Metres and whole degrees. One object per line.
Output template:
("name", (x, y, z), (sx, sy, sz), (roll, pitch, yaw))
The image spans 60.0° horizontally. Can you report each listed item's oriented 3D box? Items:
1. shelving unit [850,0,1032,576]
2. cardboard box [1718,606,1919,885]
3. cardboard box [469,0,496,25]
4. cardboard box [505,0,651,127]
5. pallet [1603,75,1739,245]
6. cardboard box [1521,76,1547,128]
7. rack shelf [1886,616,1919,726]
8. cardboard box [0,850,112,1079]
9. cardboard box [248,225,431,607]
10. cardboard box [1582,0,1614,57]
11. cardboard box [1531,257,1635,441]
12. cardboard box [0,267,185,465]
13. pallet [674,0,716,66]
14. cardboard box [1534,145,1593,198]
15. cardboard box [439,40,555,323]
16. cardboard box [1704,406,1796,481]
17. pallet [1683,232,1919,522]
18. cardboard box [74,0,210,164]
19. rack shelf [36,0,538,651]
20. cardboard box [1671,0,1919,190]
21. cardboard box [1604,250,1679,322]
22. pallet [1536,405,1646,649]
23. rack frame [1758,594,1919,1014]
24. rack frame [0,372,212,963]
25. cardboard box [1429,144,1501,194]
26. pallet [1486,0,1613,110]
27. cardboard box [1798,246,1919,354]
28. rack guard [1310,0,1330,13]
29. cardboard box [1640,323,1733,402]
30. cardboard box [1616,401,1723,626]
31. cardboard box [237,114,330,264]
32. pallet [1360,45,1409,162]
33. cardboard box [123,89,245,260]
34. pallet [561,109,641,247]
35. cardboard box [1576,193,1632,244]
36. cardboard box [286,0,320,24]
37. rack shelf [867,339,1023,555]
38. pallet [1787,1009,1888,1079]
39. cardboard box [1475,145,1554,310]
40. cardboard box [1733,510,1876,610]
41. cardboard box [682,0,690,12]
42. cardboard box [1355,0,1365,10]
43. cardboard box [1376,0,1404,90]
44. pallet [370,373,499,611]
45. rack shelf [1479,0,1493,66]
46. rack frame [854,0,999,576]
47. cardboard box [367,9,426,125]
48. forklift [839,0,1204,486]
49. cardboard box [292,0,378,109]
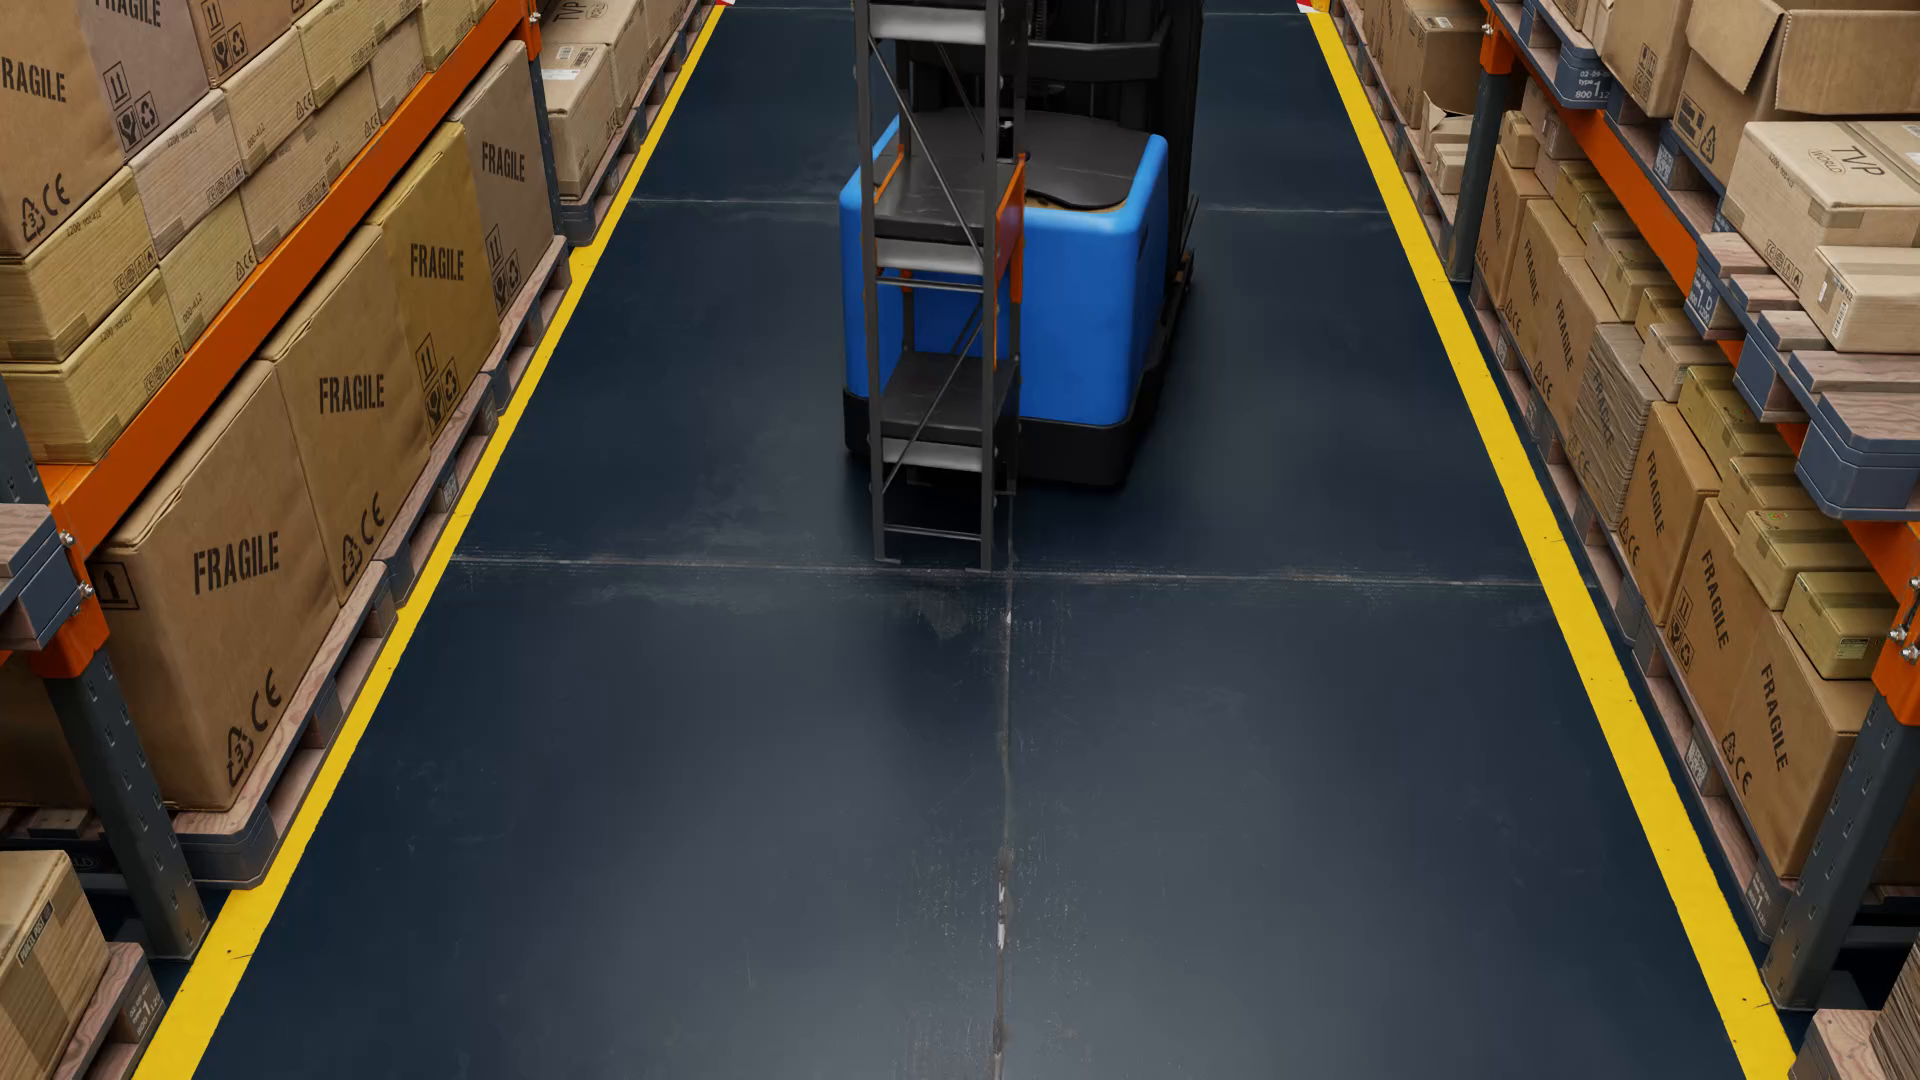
("shelving unit", (-0.043, -0.903, 5.208), (0.431, 2.100, 0.503), (7, 36, 9))
("cardboard box", (2.314, 0.515, 4.217), (0.500, 0.500, 0.500), (2, 35, 3))
("cardboard box", (-2.053, -2.174, 6.365), (0.500, 0.250, 0.500), (1, 35, 1))
("cardboard box", (-2.119, -2.495, 8.554), (0.875, 0.438, 0.875), (0, 35, 0))
("pallet", (2.585, -1.127, 4.912), (1.003, 0.211, 1.213), (1, 35, 2))
("cardboard box", (2.453, -1.721, 6.576), (0.380, 0.149, 0.250), (1, 35, 1))
("rack shelf", (2.432, 1.355, 1.838), (1.077, 0.370, 4.000), (1, 35, 2))
("cardboard box", (-2.481, 1.027, 3.600), (0.950, 0.372, 0.625), (-1, 35, -1))
("cardboard box", (-2.297, -0.410, 5.208), (0.875, 0.875, 0.875), (2, 35, 2))
("cardboard box", (2.233, -1.714, 5.331), (0.396, 0.266, 0.258), (3, 35, 4))
("cardboard box", (2.392, -0.670, 5.903), (0.500, 0.500, 0.500), (0, 35, 0))
("cardboard box", (-2.177, -0.414, 3.861), (0.500, 0.250, 0.500), (1, 35, 1))
("pallet", (-2.081, -3.195, 10.112), (1.003, 0.211, 1.213), (1, 35, 2))
("cardboard box", (2.458, -1.440, 6.435), (0.380, 0.149, 0.250), (0, 35, 1))
("cardboard box", (-2.232, -1.443, 6.677), (0.875, 0.875, 0.875), (2, 35, 3))
("cardboard box", (2.369, -0.251, 4.742), (0.380, 0.149, 0.250), (2, 35, 3))
("pallet", (2.469, -0.401, 3.878), (1.213, 0.211, 1.003), (1, 35, 2))
("cardboard box", (-2.174, -1.213, 3.911), (0.500, 0.500, 0.500), (1, 35, 2))
("rack shelf", (-2.368, -1.055, 5.268), (1.077, 0.370, 4.000), (1, 35, 2))
("cardboard box", (2.393, -1.244, 4.457), (0.797, 0.503, 0.637), (1, 35, 1))
("cardboard box", (2.402, -0.849, 5.594), (0.380, 0.149, 0.250), (3, 35, 4))
("pallet", (2.631, -0.074, 5.672), (1.003, 0.211, 1.213), (1, 35, 2))
("rack frame", (2.512, -0.088, 3.266), (1.000, 3.000, 0.127), (1, 35, 2))
("rack frame", (-2.448, -0.200, 3.427), (1.000, 3.000, 0.127), (1, 35, 2))
("cardboard box", (2.402, -1.718, 7.701), (0.380, 0.149, 0.250), (0, 35, 0))
("pallet", (2.531, -1.851, 5.942), (1.003, 0.211, 1.213), (1, 35, 2))
("cardboard box", (2.155, -0.543, 3.768), (0.380, 0.149, 0.250), (2, 35, 3))
("rack guard", (2.830, -3.618, 10.463), (1.175, 0.500, 0.348), (1, 35, 2))
("cardboard box", (2.360, -0.553, 5.173), (0.380, 0.149, 0.250), (0, 35, 0))
("cardboard box", (2.363, -0.073, 5.054), (0.500, 0.500, 0.500), (3, 35, 4))
("cardboard box", (-2.147, -1.011, 4.711), (0.500, 0.250, 0.500), (2, 35, 3))
("pallet", (2.747, -2.342, 8.900), (1.003, 0.211, 1.213), (1, 35, 2))
("cardboard box", (-2.159, -0.926, 4.155), (0.500, 0.250, 0.500), (2, 35, 3))
("pallet", (-2.179, -1.793, 8.117), (1.003, 0.211, 1.213), (1, 35, 2))
("cardboard box", (2.462, -1.134, 6.000), (0.380, 0.149, 0.250), (1, 35, 1))
("cardboard box", (-2.114, -1.800, 4.746), (0.500, 0.500, 0.500), (2, 35, 3))
("rack shelf", (-0.043, -0.319, 5.619), (0.431, 0.518, 0.480), (7, 36, 9))
("pallet", (2.440, 1.525, 3.397), (1.003, 0.211, 1.213), (1, 35, 2))
("cardboard box", (2.428, -1.263, 6.746), (0.500, 0.500, 0.500), (3, 35, 4))
("cardboard box", (2.259, 0.050, 4.314), (0.380, 0.149, 0.250), (0, 35, -1))
("cardboard box", (-2.053, -3.539, 10.040), (0.875, 0.438, 0.875), (0, 35, 0))
("cardboard box", (2.714, -3.485, 9.907), (0.797, 0.503, 0.637), (0, 35, 0))
("cardboard box", (2.520, -2.692, 8.781), (0.500, 0.500, 0.500), (2, 35, 3))
("pallet", (-2.289, -0.210, 5.865), (1.003, 0.211, 1.213), (1, 35, 2))
("rack shelf", (2.753, -3.241, 8.378), (1.077, 0.370, 4.000), (1, 35, 2))
("rack frame", (-0.092, -0.765, 5.013), (0.400, 2.100, 0.015), (7, 36, 9))
("cardboard box", (-2.114, -1.592, 5.537), (0.500, 0.250, 0.500), (0, 35, 1))
("forklift", (0.413, -2.237, 6.383), (1.130, 2.935, 3.031), (8, 36, 11))
("cardboard box", (-2.093, -1.503, 4.976), (0.500, 0.250, 0.500), (2, 35, 3))
